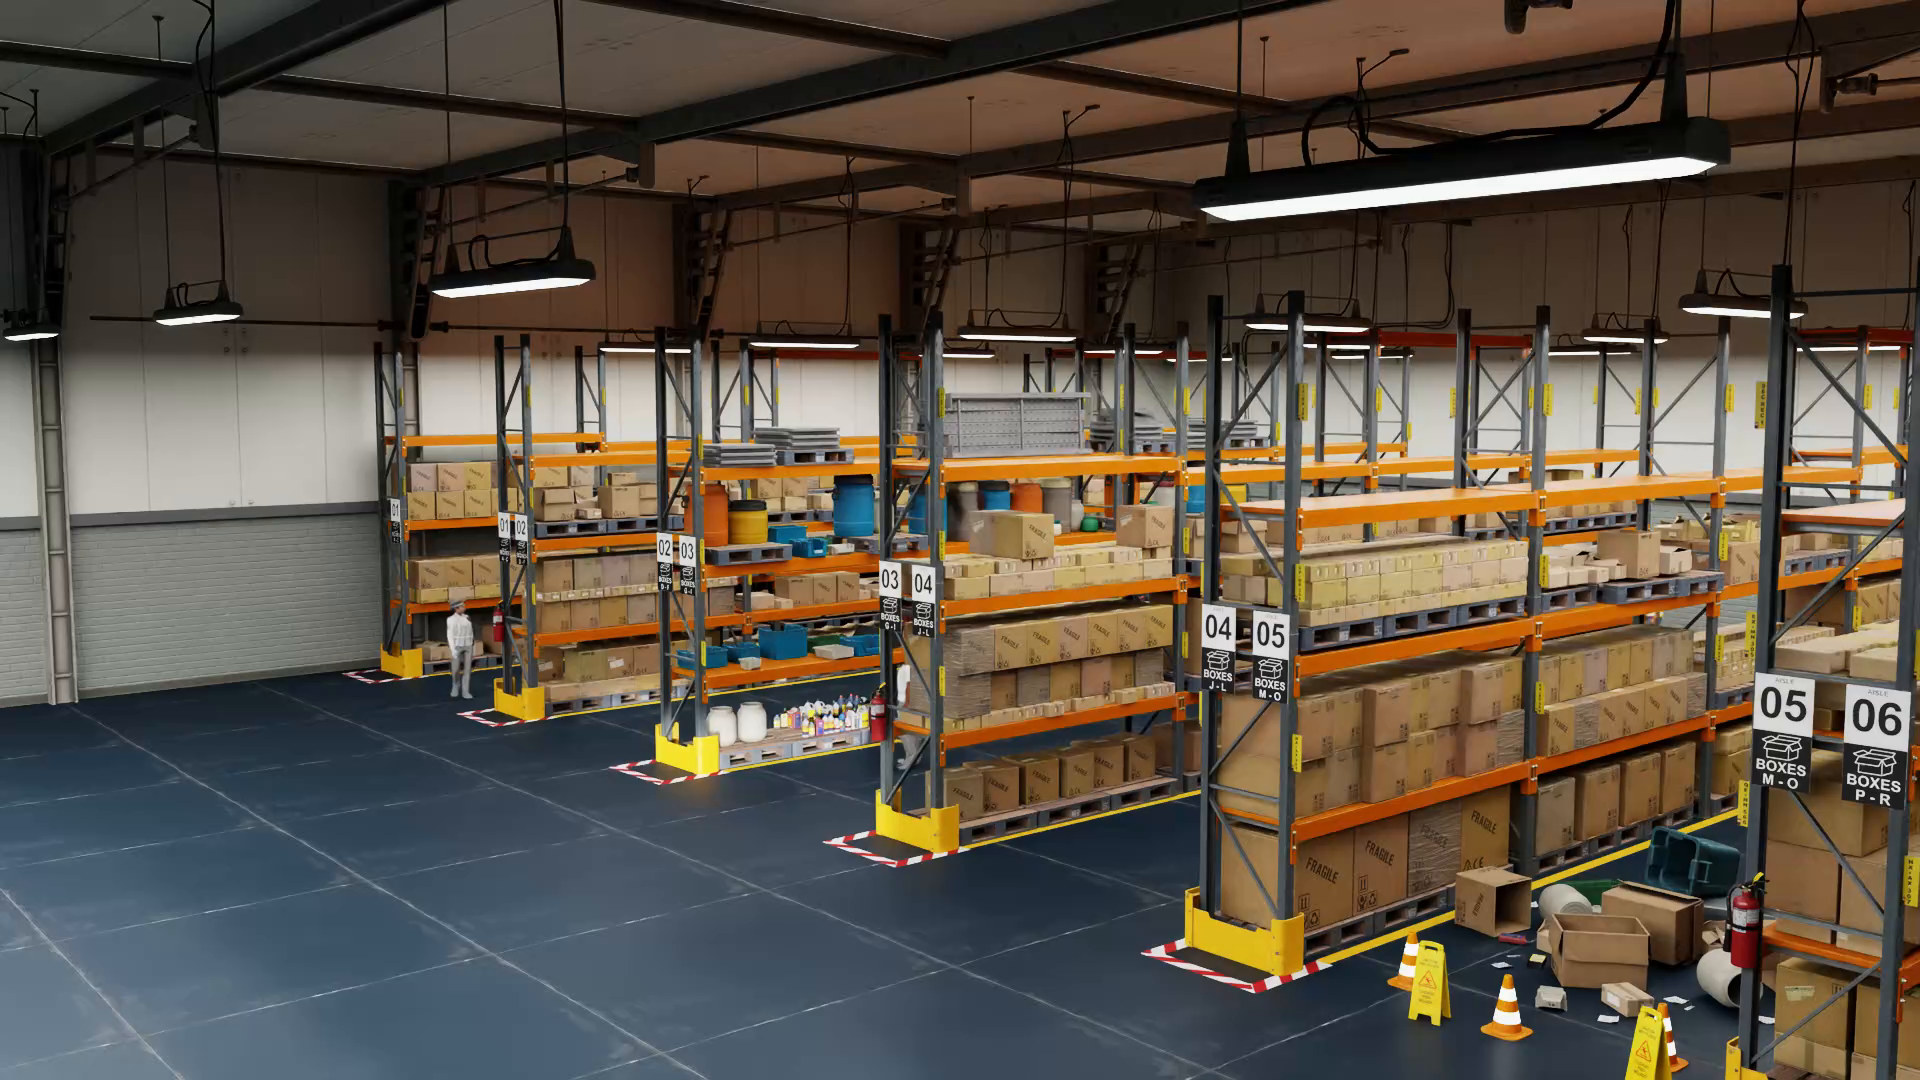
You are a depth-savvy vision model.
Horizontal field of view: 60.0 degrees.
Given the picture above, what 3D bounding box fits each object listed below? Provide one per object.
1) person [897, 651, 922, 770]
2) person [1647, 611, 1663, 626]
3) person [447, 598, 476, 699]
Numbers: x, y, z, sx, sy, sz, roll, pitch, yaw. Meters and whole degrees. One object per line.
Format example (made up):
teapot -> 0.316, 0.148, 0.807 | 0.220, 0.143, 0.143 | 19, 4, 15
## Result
person -> -0.684, 2.222, 22.760 | 0.385, 1.805, 0.616 | 2, 5, 19
person -> 13.174, 1.437, 31.420 | 0.876, 1.746, 0.625 | 2, 5, 17
person -> -8.301, 1.804, 27.745 | 0.504, 1.682, 0.474 | -3, 6, -34
